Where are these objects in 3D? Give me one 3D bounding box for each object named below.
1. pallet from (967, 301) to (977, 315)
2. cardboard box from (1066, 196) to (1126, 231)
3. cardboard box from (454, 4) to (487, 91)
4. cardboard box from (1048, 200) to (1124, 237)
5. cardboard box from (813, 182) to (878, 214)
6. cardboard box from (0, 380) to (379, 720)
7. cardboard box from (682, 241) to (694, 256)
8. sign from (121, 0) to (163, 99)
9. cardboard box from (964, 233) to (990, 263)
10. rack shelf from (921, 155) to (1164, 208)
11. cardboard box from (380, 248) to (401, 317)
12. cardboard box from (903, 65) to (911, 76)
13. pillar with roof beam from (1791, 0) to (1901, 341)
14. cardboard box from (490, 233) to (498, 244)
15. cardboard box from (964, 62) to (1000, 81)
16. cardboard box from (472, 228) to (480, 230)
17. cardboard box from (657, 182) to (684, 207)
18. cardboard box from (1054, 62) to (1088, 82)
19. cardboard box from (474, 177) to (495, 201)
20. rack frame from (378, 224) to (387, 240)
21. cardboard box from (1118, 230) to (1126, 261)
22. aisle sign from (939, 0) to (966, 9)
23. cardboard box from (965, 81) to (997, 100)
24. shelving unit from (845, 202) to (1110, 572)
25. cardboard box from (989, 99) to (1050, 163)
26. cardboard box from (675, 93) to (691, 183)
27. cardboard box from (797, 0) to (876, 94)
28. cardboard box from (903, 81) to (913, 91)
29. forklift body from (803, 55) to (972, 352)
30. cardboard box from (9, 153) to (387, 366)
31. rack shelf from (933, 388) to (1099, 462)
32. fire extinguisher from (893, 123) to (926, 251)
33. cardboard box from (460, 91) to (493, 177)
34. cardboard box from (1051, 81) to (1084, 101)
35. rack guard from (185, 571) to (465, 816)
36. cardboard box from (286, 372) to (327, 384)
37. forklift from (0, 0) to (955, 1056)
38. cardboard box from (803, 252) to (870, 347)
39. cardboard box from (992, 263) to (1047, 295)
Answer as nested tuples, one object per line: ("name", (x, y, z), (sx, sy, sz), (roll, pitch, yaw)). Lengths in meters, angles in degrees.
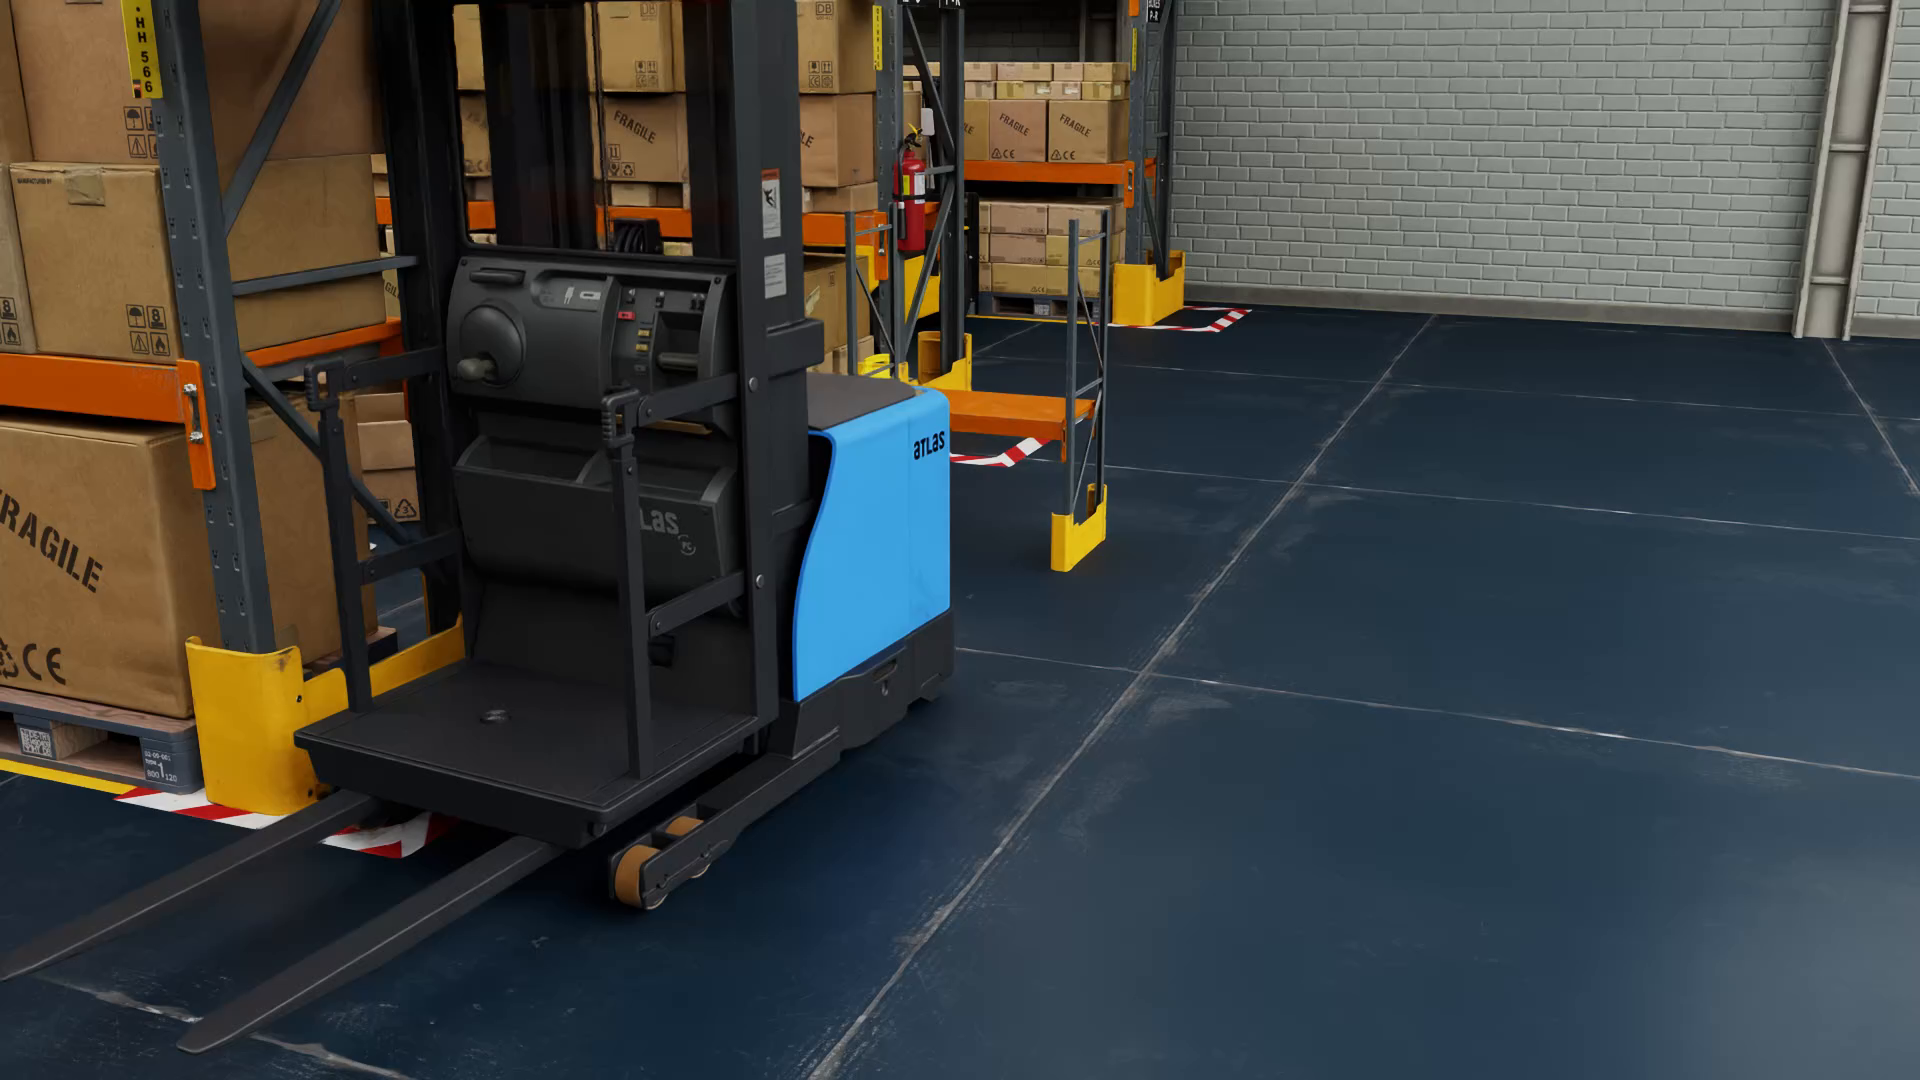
("pallet", (-0.253, -2.231, 14.981), (1.213, 0.211, 1.003), (6, 17, 21))
("cardboard box", (1.227, -2.838, 14.453), (0.500, 0.250, 0.500), (6, 17, 20))
("cardboard box", (-2.680, -2.953, 9.958), (0.500, 0.500, 0.700), (6, 17, 19))
("cardboard box", (1.062, -2.705, 13.998), (0.500, 0.250, 0.500), (7, 18, 22))
("cardboard box", (-0.639, -1.952, 9.469), (0.250, 0.149, 0.380), (7, 18, 22))
("cardboard box", (-2.590, -0.030, 5.453), (0.875, 0.875, 0.875), (6, 17, 21))
("cardboard box", (-1.420, -1.677, 9.742), (0.250, 0.149, 0.380), (7, 18, 22))
("sign", (-2.147, -1.327, 4.361), (0.005, 0.325, 0.100), (6, 17, 21))
("cardboard box", (0.087, -2.569, 14.426), (0.500, 0.250, 0.500), (6, 17, 19))
("rack shelf", (-0.256, -3.237, 14.734), (4.000, 0.370, 1.077), (6, 17, 21))
("cardboard box", (-3.484, -1.610, 10.674), (0.500, 0.500, 0.500), (7, 18, 23))
("cardboard box", (-0.463, -4.048, 14.360), (0.250, 0.149, 0.380), (6, 17, 21))
("pillar with roof beam", (5.290, -4.834, 8.183), (0.400, 9.000, 9.100), (6, 17, 21))
("cardboard box", (-2.660, -1.815, 10.214), (0.250, 0.149, 0.380), (7, 18, 24))
("cardboard box", (0.213, -3.942, 13.995), (0.250, 0.149, 0.380), (7, 18, 22))
("cardboard box", (-4.651, -3.125, 16.565), (0.625, 0.625, 0.875), (7, 18, 22))
("cardboard box", (-1.584, -2.062, 9.848), (0.250, 0.149, 0.380), (7, 17, 21))
("cardboard box", (0.953, -3.879, 13.780), (0.250, 0.149, 0.380), (6, 17, 21))
("cardboard box", (-2.770, -2.178, 10.247), (0.250, 0.149, 0.380), (6, 17, 20))
("rack frame", (-3.934, -2.499, 10.903), (0.127, 3.000, 1.000), (6, 17, 21))
("cardboard box", (1.244, -2.601, 14.535), (0.500, 0.250, 0.500), (7, 17, 22))
("aisle sign", (-0.042, -3.413, 9.386), (0.004, 0.787, 0.394), (6, 17, 21))
("cardboard box", (0.220, -3.804, 14.055), (0.250, 0.149, 0.380), (6, 17, 19))
("shelving unit", (0.071, -0.712, 7.438), (1.083, 1.500, 0.587), (6, 17, 21))
("cardboard box", (0.571, -3.464, 14.045), (0.500, 0.500, 0.500), (7, 18, 22))
("cardboard box", (-1.283, -2.318, 9.563), (0.500, 0.500, 0.500), (6, 17, 21))
("cardboard box", (-0.768, -2.757, 9.283), (0.500, 0.500, 0.700), (6, 17, 19))
("cardboard box", (-0.485, -3.882, 14.324), (0.250, 0.149, 0.380), (6, 17, 19))
("forklift body", (-0.829, -2.691, 13.086), (1.214, 2.155, 2.313), (6, 17, 21))
("cardboard box", (-2.297, -0.894, 5.105), (0.550, 0.550, 0.875), (6, 17, 21))
("rack shelf", (0.079, -0.539, 7.485), (1.000, 0.185, 0.538), (6, 17, 21))
("fire extinguisher", (-0.276, -1.922, 9.052), (0.183, 0.674, 0.296), (6, 17, 21))
("cardboard box", (-2.689, -2.473, 10.099), (0.500, 0.500, 0.500), (6, 17, 20))
("cardboard box", (0.931, -3.719, 13.760), (0.250, 0.149, 0.380), (7, 17, 22))
("rack guard", (-1.913, 0.407, 5.375), (0.348, 0.500, 1.175), (6, 17, 21))
("cardboard box", (-3.649, -0.573, 8.502), (0.503, 0.637, 0.797), (6, 17, 21))
("forklift", (-1.140, -0.582, 4.423), (1.130, 2.935, 3.031), (8, 18, 26))
("cardboard box", (-0.884, -1.488, 10.253), (0.500, 0.500, 0.500), (6, 17, 19))
("cardboard box", (0.593, -2.279, 14.321), (0.500, 0.250, 0.500), (6, 17, 21))
